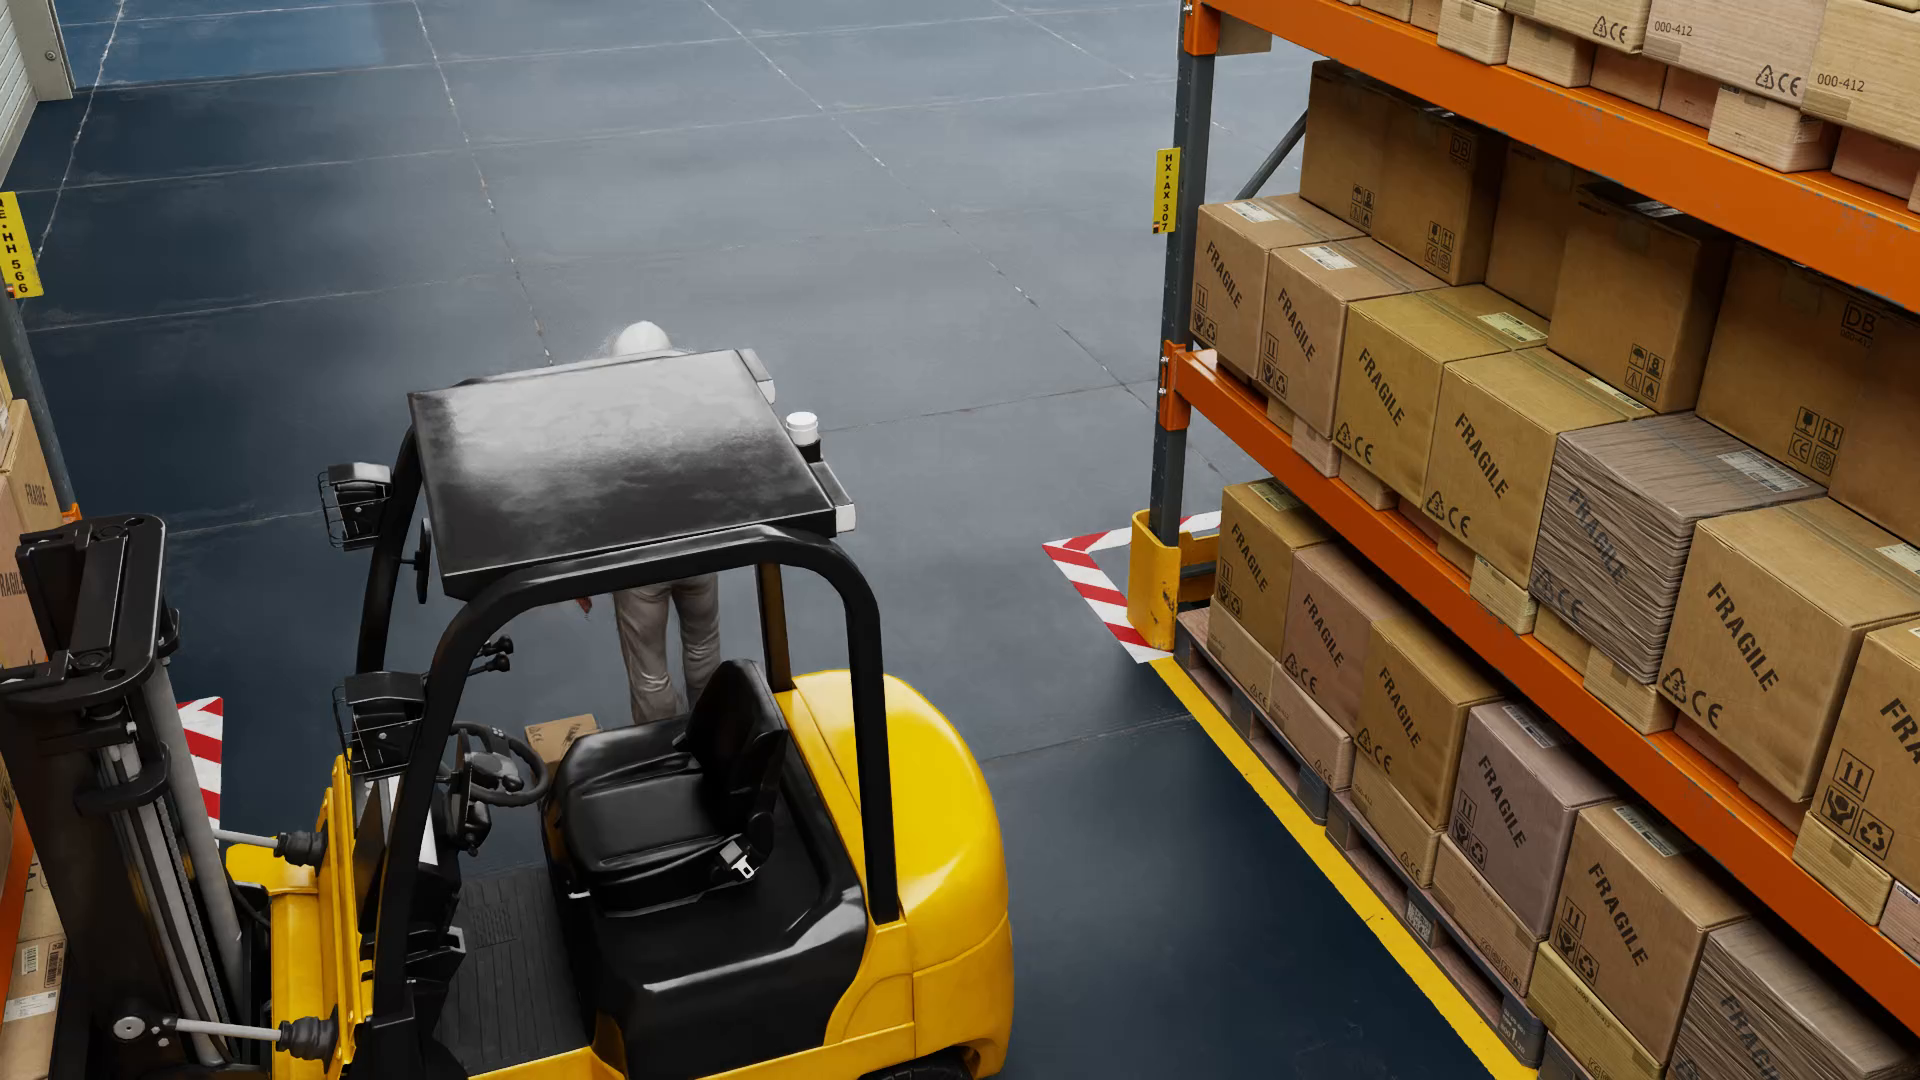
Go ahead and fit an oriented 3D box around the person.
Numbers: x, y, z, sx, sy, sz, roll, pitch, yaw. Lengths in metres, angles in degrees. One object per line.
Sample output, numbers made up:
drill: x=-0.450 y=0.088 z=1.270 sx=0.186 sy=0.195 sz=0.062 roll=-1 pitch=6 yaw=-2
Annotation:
person: x=-1.059 y=0.028 z=6.025 sx=0.699 sy=1.767 sz=0.577 roll=-11 pitch=31 yaw=-18
